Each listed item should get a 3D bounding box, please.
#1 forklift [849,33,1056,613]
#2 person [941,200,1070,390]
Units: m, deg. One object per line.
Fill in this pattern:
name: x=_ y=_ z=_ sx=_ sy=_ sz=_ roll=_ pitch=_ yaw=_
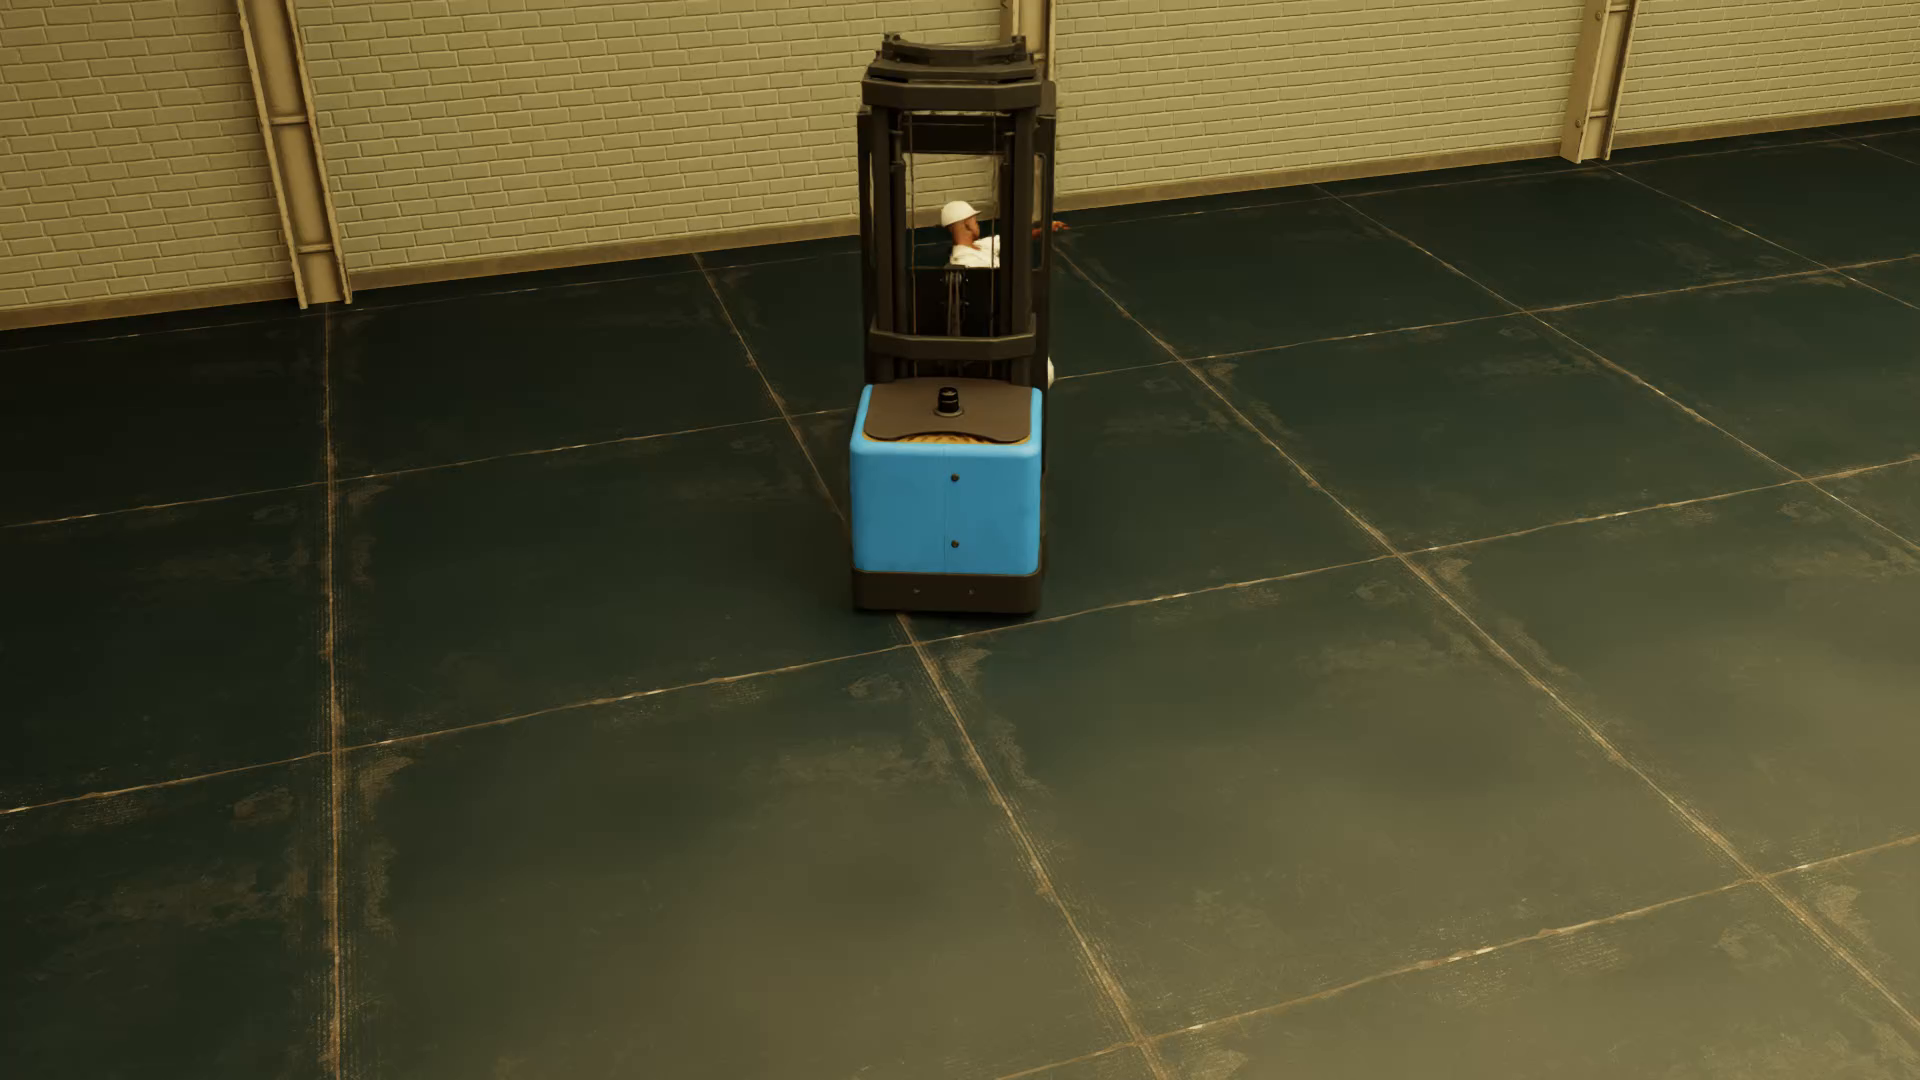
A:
forklift: x=-0.008 y=-1.567 z=9.811 sx=1.130 sy=2.935 sz=3.031 roll=1 pitch=30 yaw=3
person: x=0.317 y=-1.378 z=10.747 sx=0.834 sy=1.502 sz=1.065 roll=-3 pitch=30 yaw=-5
